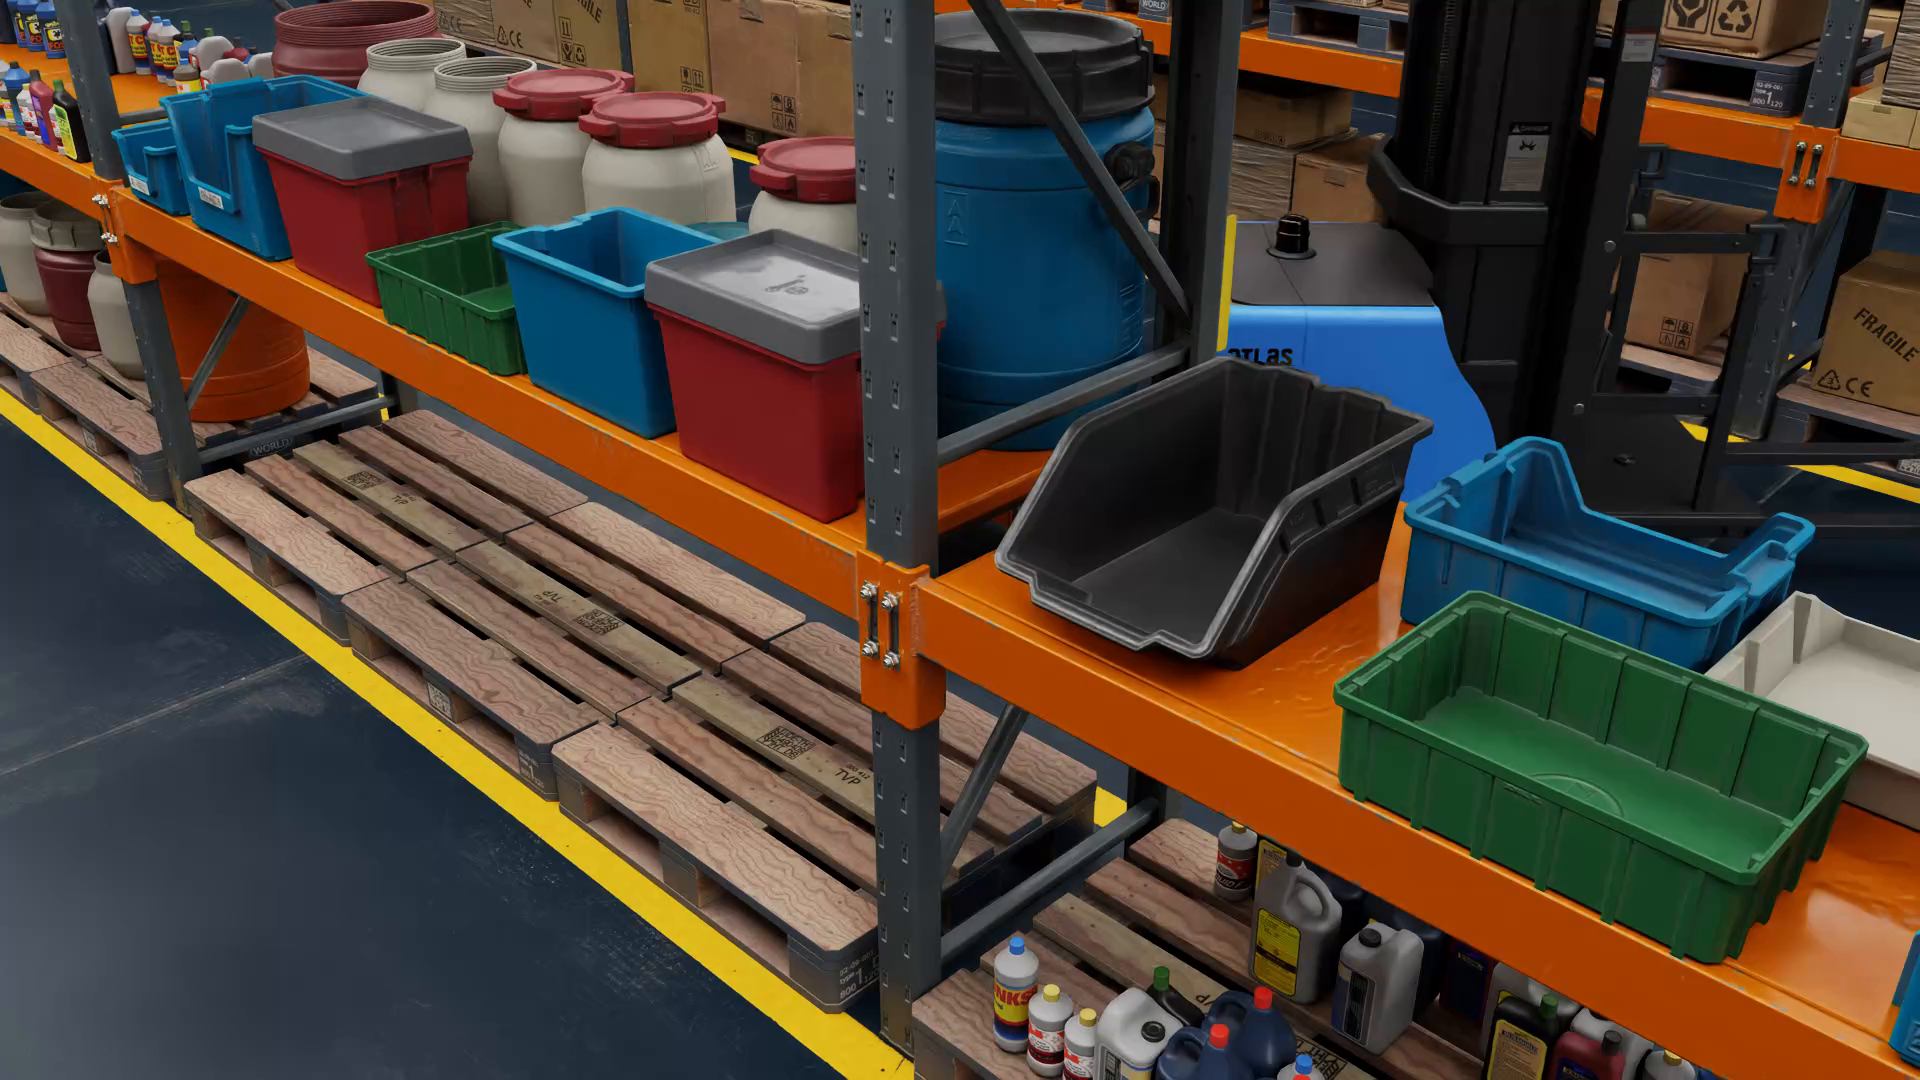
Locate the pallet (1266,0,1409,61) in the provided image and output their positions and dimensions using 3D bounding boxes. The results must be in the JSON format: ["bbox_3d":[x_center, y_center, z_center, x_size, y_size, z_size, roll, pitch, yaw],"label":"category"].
[{"bbox_3d":[2.263,-2.514,8.014,1.213,0.211,1.003,25,36,38],"label":"pallet"}]

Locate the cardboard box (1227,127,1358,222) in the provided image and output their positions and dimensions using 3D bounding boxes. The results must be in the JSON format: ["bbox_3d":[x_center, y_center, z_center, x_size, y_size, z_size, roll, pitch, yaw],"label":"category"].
[{"bbox_3d":[1.719,-1.931,8.912,0.500,0.500,0.700,21,34,34],"label":"cardboard box"}]

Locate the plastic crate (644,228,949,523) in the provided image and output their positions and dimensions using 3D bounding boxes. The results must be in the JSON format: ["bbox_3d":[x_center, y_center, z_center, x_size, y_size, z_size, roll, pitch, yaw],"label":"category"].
[{"bbox_3d":[-0.358,-0.367,3.657,0.583,0.464,0.402,25,36,38],"label":"plastic crate"}]

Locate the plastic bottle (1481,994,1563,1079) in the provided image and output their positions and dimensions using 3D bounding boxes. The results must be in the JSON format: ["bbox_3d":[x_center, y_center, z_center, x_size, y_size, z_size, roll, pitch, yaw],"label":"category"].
[{"bbox_3d":[1.177,1.050,3.476,0.133,0.283,0.061,25,36,38],"label":"plastic bottle"}]

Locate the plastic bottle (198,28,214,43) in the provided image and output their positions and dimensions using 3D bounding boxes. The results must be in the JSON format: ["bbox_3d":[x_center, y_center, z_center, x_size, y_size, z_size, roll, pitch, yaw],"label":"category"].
[{"bbox_3d":[-3.126,-1.994,6.945,0.133,0.283,0.061,25,36,38],"label":"plastic bottle"}]

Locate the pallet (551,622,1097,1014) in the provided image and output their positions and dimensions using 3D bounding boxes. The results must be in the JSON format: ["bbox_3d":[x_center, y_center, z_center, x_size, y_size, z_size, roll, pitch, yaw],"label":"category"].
[{"bbox_3d":[-0.385,0.708,4.676,1.213,0.211,1.003,25,36,38],"label":"pallet"}]

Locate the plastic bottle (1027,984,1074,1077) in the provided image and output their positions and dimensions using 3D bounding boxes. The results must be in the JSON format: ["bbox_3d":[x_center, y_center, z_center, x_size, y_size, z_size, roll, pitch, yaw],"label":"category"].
[{"bbox_3d":[0.194,1.044,3.575,0.097,0.201,0.097,0,28,0],"label":"plastic bottle"}]

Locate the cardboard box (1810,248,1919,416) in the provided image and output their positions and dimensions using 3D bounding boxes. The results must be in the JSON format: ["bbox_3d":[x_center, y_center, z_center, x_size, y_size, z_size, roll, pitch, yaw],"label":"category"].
[{"bbox_3d":[3.932,-0.862,6.901,0.500,0.500,0.500,23,36,37],"label":"cardboard box"}]

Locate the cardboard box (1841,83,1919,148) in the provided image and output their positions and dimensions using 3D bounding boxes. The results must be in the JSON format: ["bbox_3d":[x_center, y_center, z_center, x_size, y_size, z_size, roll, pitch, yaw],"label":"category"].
[{"bbox_3d":[3.617,-1.645,6.425,0.250,0.149,0.380,25,36,38],"label":"cardboard box"}]

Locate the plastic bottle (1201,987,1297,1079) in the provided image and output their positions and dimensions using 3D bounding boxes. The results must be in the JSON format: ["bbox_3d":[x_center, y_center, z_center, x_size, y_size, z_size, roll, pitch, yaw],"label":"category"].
[{"bbox_3d":[0.588,1.049,3.406,0.185,0.351,0.144,25,36,38],"label":"plastic bottle"}]

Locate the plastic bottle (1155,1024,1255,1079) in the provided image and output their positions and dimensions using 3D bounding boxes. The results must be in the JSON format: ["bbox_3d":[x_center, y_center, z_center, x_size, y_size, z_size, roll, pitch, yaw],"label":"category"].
[{"bbox_3d":[0.487,1.096,3.315,0.144,0.351,0.185,-24,36,-38],"label":"plastic bottle"}]

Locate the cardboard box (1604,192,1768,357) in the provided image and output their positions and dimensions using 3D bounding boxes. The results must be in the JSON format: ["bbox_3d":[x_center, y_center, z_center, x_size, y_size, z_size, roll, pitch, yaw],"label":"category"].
[{"bbox_3d":[3.252,-1.222,7.564,0.500,0.500,0.700,21,34,35],"label":"cardboard box"}]

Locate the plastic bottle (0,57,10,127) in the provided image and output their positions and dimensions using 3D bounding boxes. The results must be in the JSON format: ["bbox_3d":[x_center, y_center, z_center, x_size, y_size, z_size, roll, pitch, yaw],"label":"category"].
[{"bbox_3d":[-3.749,-1.767,6.526,0.097,0.271,0.097,0,28,0],"label":"plastic bottle"}]

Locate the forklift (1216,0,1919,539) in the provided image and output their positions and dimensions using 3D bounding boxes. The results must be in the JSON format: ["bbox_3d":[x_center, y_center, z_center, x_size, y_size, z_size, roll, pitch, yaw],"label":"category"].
[{"bbox_3d":[2.265,-1.312,5.595,3.031,2.935,1.130,0,28,0],"label":"forklift"}]

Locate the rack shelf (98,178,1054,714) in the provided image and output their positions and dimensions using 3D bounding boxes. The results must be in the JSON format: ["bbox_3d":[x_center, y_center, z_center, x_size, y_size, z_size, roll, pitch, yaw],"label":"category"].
[{"bbox_3d":[-1.224,-0.617,4.973,4.000,0.370,1.077,25,36,38],"label":"rack shelf"}]

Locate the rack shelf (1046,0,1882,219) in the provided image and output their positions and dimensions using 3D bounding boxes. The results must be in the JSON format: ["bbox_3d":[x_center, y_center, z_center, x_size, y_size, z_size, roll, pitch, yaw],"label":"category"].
[{"bbox_3d":[2.249,-2.260,8.099,4.000,0.370,1.077,25,36,38],"label":"rack shelf"}]

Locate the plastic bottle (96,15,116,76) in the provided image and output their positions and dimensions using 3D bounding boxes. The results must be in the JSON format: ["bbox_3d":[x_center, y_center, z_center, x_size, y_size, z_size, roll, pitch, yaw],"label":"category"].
[{"bbox_3d":[-3.843,-2.226,7.313,0.185,0.351,0.144,25,36,38],"label":"plastic bottle"}]

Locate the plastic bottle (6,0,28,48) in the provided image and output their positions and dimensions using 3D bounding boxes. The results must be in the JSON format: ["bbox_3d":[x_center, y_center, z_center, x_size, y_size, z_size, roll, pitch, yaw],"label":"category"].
[{"bbox_3d":[-4.449,-2.483,7.888,0.097,0.271,0.097,0,28,0],"label":"plastic bottle"}]

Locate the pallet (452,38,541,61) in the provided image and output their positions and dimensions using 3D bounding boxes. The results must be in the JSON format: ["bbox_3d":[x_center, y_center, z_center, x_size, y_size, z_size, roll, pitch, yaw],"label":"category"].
[{"bbox_3d":[-3.391,-3.974,13.582,1.213,0.211,1.003,25,36,38],"label":"pallet"}]

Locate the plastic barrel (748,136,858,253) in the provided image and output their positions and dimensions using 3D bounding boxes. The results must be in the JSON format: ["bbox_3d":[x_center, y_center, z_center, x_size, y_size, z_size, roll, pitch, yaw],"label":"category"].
[{"bbox_3d":[-0.326,-0.727,4.265,0.433,0.535,0.433,0,28,0],"label":"plastic barrel"}]

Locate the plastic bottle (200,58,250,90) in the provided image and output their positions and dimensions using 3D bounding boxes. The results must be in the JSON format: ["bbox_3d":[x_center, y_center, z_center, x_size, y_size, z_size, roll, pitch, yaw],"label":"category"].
[{"bbox_3d":[-2.839,-1.731,6.452,0.135,0.276,0.152,25,36,38],"label":"plastic bottle"}]

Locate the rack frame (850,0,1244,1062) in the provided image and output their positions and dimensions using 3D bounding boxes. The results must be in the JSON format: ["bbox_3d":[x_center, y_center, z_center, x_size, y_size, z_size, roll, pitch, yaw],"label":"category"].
[{"bbox_3d":[0.202,-0.282,3.564,0.127,3.000,1.000,25,36,38],"label":"rack frame"}]

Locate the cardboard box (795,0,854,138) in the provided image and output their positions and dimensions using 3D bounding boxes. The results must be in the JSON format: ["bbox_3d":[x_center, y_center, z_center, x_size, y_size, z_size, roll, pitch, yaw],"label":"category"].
[{"bbox_3d":[-0.285,-3.002,10.568,0.875,0.875,1.225,25,36,39],"label":"cardboard box"}]

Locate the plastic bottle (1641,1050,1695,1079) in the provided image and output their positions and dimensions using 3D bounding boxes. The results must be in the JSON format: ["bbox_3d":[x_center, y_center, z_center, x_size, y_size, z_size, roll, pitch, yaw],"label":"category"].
[{"bbox_3d":[1.447,1.128,3.416,0.097,0.201,0.097,0,28,0],"label":"plastic bottle"}]

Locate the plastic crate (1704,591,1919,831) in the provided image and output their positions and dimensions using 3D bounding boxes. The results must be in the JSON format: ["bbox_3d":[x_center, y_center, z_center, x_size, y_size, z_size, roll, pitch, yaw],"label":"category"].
[{"bbox_3d":[1.538,0.280,2.778,0.437,0.136,0.530,25,36,38],"label":"plastic crate"}]

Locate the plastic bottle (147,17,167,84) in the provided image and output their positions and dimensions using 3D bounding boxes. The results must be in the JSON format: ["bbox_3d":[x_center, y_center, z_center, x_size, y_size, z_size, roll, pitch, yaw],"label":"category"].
[{"bbox_3d":[-3.455,-2.128,7.211,0.097,0.271,0.097,0,28,0],"label":"plastic bottle"}]

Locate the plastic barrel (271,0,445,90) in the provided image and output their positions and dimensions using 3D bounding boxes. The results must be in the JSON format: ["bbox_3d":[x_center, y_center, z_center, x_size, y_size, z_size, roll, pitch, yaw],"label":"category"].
[{"bbox_3d":[-2.107,-1.597,5.918,0.708,0.536,0.600,25,36,38],"label":"plastic barrel"}]

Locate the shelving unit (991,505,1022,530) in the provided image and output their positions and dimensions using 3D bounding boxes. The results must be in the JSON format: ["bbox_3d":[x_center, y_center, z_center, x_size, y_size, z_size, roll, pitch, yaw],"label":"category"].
[{"bbox_3d":[-0.005,-0.500,5.992,1.048,1.125,0.538,25,36,38],"label":"shelving unit"}]

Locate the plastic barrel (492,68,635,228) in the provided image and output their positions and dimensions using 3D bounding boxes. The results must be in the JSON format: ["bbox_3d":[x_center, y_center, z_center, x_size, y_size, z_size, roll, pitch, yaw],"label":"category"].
[{"bbox_3d":[-1.158,-1.108,4.988,0.433,0.535,0.433,0,28,0],"label":"plastic barrel"}]

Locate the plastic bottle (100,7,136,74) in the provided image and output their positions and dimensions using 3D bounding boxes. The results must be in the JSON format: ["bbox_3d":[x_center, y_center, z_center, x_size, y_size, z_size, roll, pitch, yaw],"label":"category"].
[{"bbox_3d":[-3.721,-2.234,7.408,0.135,0.276,0.152,25,36,38],"label":"plastic bottle"}]

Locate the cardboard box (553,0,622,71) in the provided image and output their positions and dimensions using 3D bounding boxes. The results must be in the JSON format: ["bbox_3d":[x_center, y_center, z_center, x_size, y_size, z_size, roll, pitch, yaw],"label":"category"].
[{"bbox_3d":[-2.444,-4.024,12.511,0.875,0.875,0.875,25,36,38],"label":"cardboard box"}]

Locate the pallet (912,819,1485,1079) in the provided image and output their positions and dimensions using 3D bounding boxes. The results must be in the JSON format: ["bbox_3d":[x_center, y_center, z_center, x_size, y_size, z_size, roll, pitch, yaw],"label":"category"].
[{"bbox_3d":[0.652,1.185,3.770,1.213,0.211,1.003,25,36,38],"label":"pallet"}]

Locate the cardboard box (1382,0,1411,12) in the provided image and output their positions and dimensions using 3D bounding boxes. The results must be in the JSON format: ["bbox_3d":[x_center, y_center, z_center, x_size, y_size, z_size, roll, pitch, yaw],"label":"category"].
[{"bbox_3d":[2.374,-2.693,7.586,0.797,0.503,0.637,-21,34,-34],"label":"cardboard box"}]

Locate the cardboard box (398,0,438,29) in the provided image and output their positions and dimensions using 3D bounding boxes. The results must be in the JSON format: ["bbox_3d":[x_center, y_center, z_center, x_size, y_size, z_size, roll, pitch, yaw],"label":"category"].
[{"bbox_3d":[-4.370,-4.905,14.187,0.875,0.875,0.875,25,36,38],"label":"cardboard box"}]

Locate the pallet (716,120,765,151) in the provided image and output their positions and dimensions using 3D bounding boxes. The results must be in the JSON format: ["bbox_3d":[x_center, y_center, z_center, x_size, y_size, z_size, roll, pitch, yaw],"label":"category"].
[{"bbox_3d":[-1.427,-3.075,11.872,1.213,0.211,1.003,25,36,38],"label":"pallet"}]

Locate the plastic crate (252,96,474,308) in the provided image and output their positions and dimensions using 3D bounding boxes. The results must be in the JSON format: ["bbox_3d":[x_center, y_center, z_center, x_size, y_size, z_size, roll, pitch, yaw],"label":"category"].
[{"bbox_3d":[-1.712,-0.987,4.835,0.583,0.464,0.402,25,36,38],"label":"plastic crate"}]

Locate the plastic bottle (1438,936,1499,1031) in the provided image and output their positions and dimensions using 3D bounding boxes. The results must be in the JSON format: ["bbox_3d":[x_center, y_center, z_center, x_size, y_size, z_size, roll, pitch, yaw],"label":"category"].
[{"bbox_3d":[1.146,0.942,3.682,0.061,0.283,0.133,-22,35,-36],"label":"plastic bottle"}]

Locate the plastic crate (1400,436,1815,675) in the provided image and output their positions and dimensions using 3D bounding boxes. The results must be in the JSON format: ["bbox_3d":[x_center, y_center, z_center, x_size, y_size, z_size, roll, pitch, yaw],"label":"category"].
[{"bbox_3d":[1.182,0.054,3.083,0.616,0.251,0.499,25,36,38],"label":"plastic crate"}]

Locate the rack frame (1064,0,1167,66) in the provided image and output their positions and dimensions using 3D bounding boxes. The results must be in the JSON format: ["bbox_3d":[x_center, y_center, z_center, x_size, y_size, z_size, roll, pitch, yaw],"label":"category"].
[{"bbox_3d":[0.822,-3.231,9.172,0.127,3.000,1.000,25,36,38],"label":"rack frame"}]

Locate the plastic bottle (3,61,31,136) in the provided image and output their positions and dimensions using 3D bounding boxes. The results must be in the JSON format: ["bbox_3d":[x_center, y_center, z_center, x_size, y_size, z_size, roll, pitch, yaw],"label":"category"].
[{"bbox_3d":[-3.611,-1.704,6.405,0.097,0.271,0.097,0,28,0],"label":"plastic bottle"}]

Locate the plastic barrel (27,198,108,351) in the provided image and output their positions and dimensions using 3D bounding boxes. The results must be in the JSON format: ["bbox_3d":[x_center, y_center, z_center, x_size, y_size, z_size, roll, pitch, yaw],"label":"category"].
[{"bbox_3d":[-3.816,-1.229,7.503,0.708,0.588,0.600,25,36,38],"label":"plastic barrel"}]

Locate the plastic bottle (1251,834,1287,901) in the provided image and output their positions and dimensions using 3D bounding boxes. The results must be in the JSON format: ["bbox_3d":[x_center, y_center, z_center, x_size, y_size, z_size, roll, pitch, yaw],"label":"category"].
[{"bbox_3d":[0.776,0.773,4.003,0.061,0.283,0.133,-23,36,-37],"label":"plastic bottle"}]

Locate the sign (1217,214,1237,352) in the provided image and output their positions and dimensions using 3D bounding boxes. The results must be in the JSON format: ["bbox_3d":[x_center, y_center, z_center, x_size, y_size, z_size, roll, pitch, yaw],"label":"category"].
[{"bbox_3d":[0.596,-0.584,3.840,0.005,0.325,0.100,25,36,38],"label":"sign"}]

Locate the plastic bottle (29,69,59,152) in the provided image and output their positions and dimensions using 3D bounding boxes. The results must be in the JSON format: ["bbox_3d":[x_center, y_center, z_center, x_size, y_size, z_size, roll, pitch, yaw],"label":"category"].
[{"bbox_3d":[-3.402,-1.602,6.198,0.133,0.283,0.061,25,36,38],"label":"plastic bottle"}]
